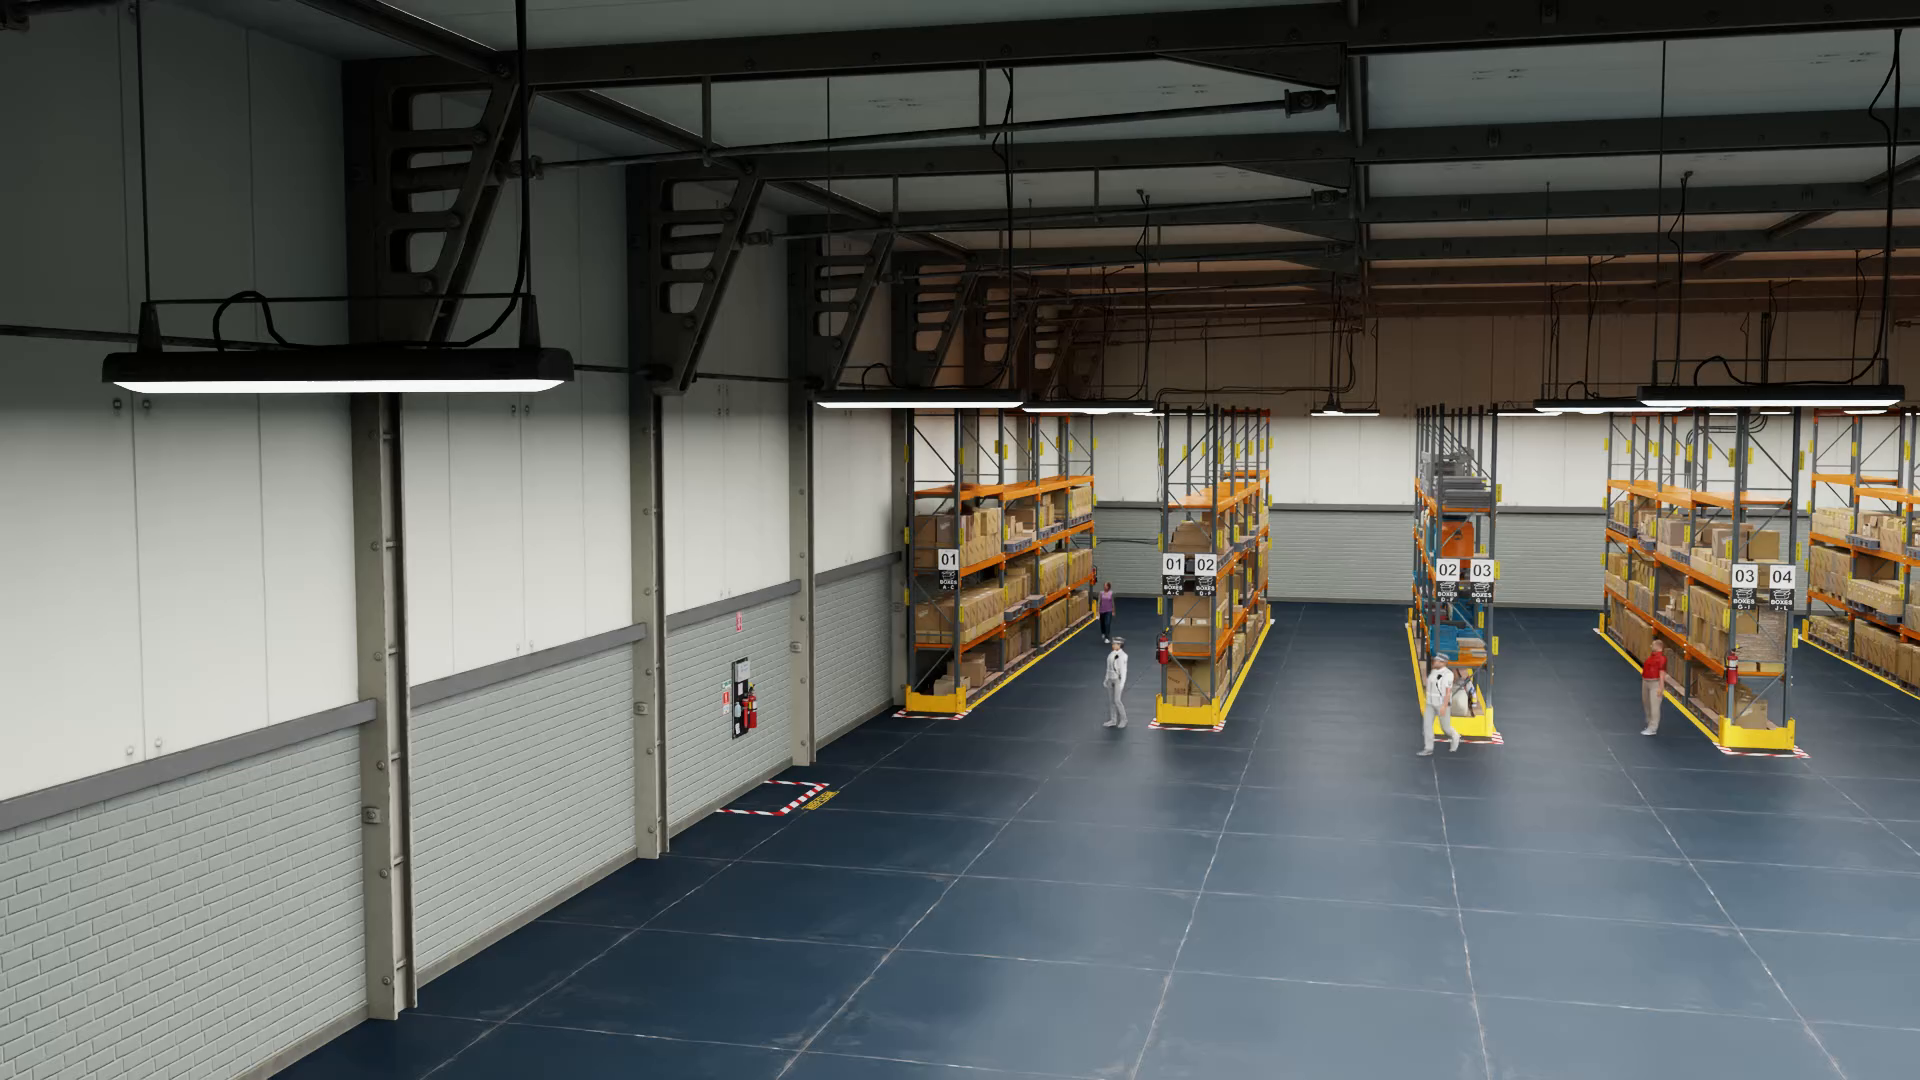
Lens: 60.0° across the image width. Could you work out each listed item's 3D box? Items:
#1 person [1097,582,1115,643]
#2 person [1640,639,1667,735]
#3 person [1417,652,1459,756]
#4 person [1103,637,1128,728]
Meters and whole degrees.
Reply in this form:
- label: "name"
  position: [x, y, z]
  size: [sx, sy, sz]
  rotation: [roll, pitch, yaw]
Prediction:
- label: "person"
  position: [3.748, 1.835, 42.637]
  size: [0.466, 1.554, 0.823]
  rotation: [1, 4, 7]
- label: "person"
  position: [12.561, 2.668, 30.246]
  size: [0.589, 1.719, 0.534]
  rotation: [-2, 4, -22]
- label: "person"
  position: [8.167, 2.776, 28.299]
  size: [0.807, 1.753, 0.504]
  rotation: [-4, 6, -45]
- label: "person"
  position: [2.873, 2.639, 30.970]
  size: [0.398, 1.699, 0.512]
  rotation: [-3, 5, -33]
